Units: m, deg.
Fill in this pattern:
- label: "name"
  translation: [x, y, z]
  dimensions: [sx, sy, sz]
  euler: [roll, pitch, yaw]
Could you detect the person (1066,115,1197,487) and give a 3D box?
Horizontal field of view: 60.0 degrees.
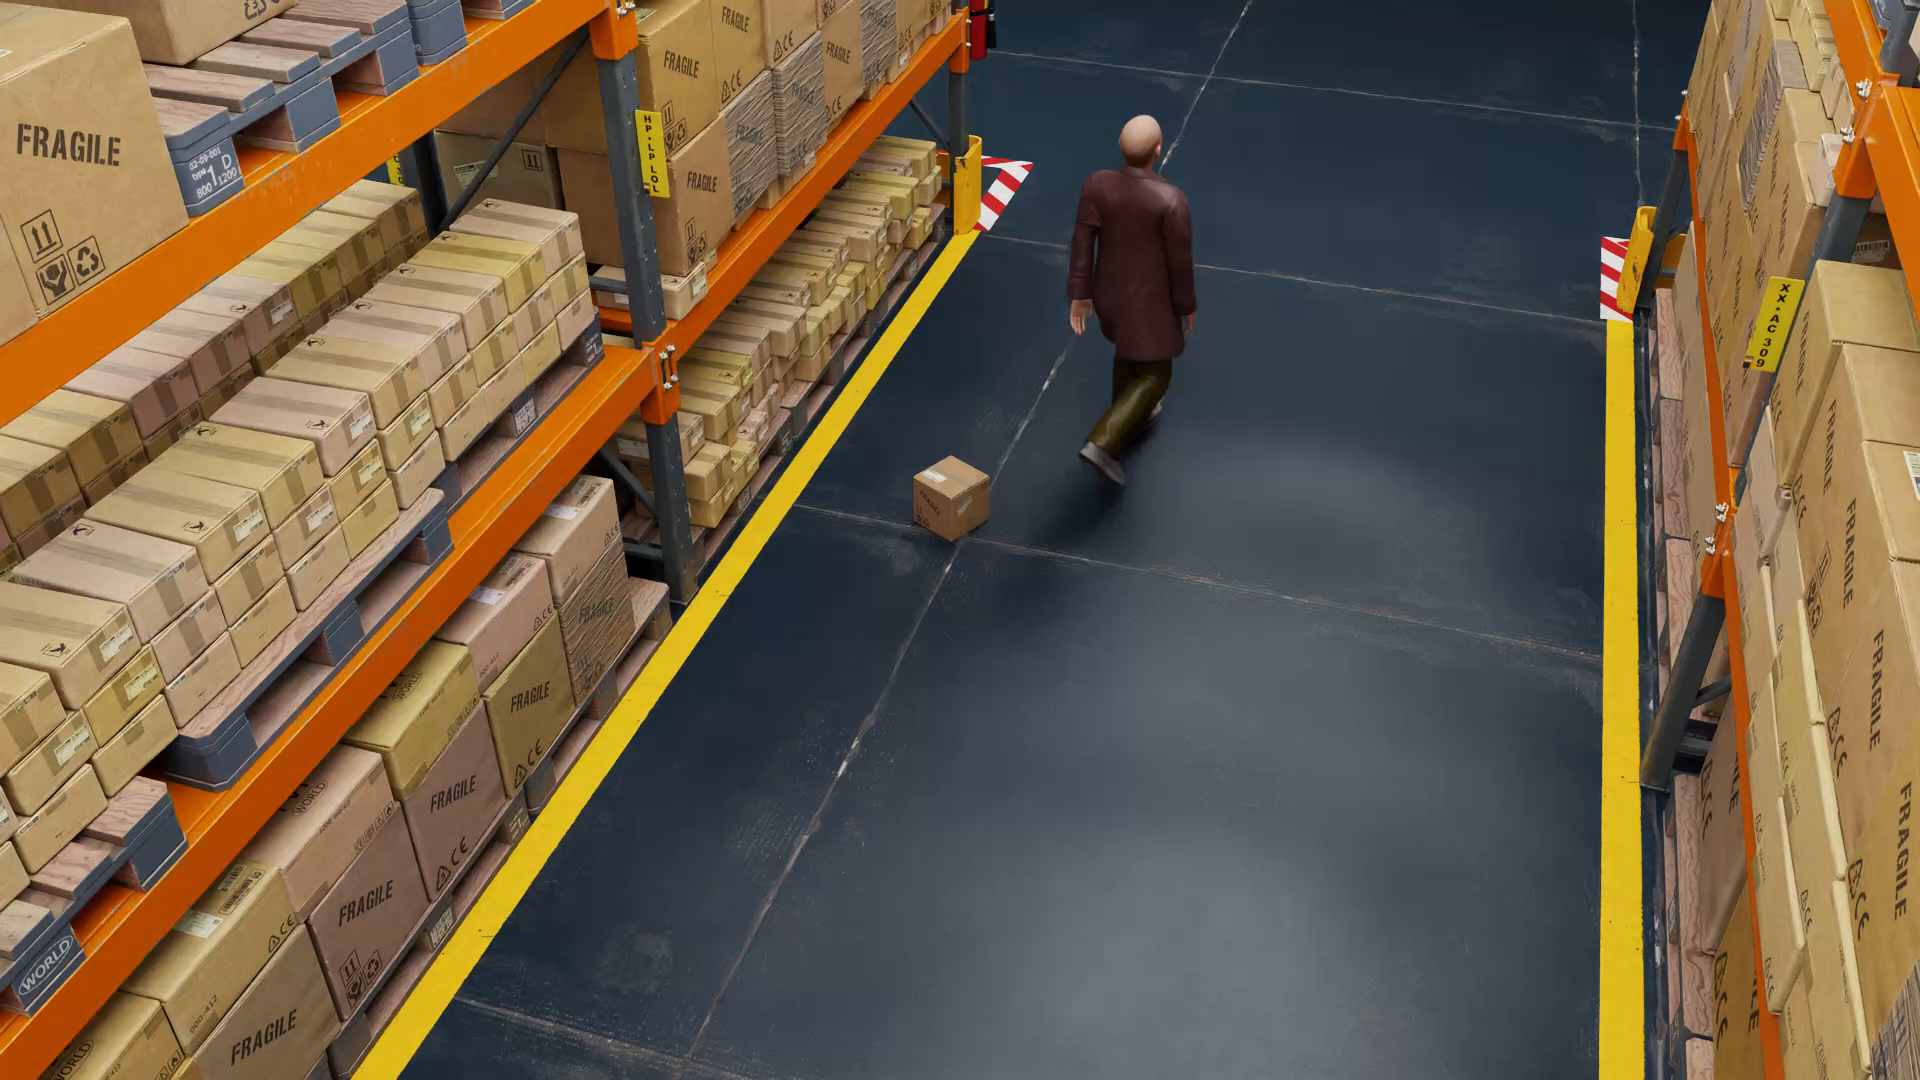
- label: "person"
  translation: [0.782, -1.077, 7.631]
  dimensions: [0.578, 1.699, 0.932]
  euler: [25, 43, 30]
